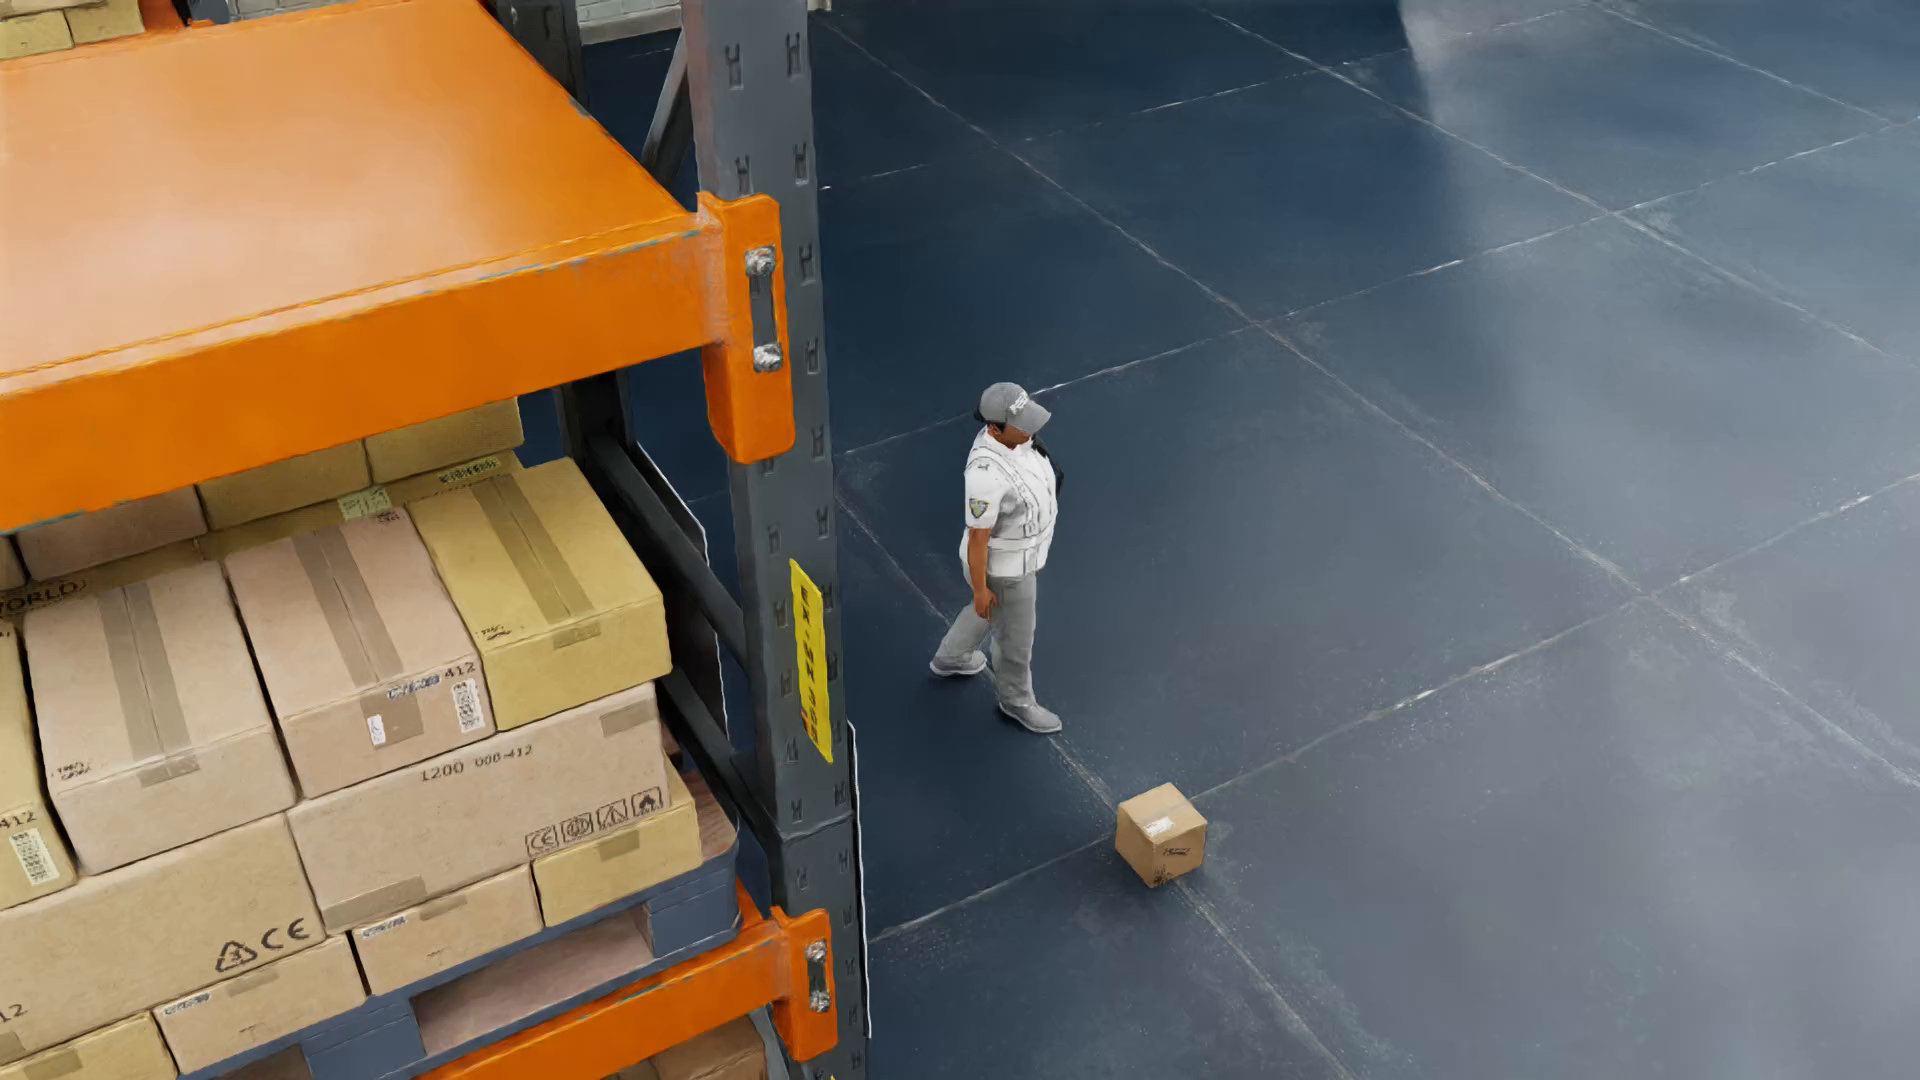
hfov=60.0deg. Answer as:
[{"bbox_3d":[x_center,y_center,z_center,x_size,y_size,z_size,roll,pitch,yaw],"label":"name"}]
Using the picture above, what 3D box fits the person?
[{"bbox_3d":[0.158,0.053,6.855,0.634,1.660,0.532,8,38,11],"label":"person"}]
